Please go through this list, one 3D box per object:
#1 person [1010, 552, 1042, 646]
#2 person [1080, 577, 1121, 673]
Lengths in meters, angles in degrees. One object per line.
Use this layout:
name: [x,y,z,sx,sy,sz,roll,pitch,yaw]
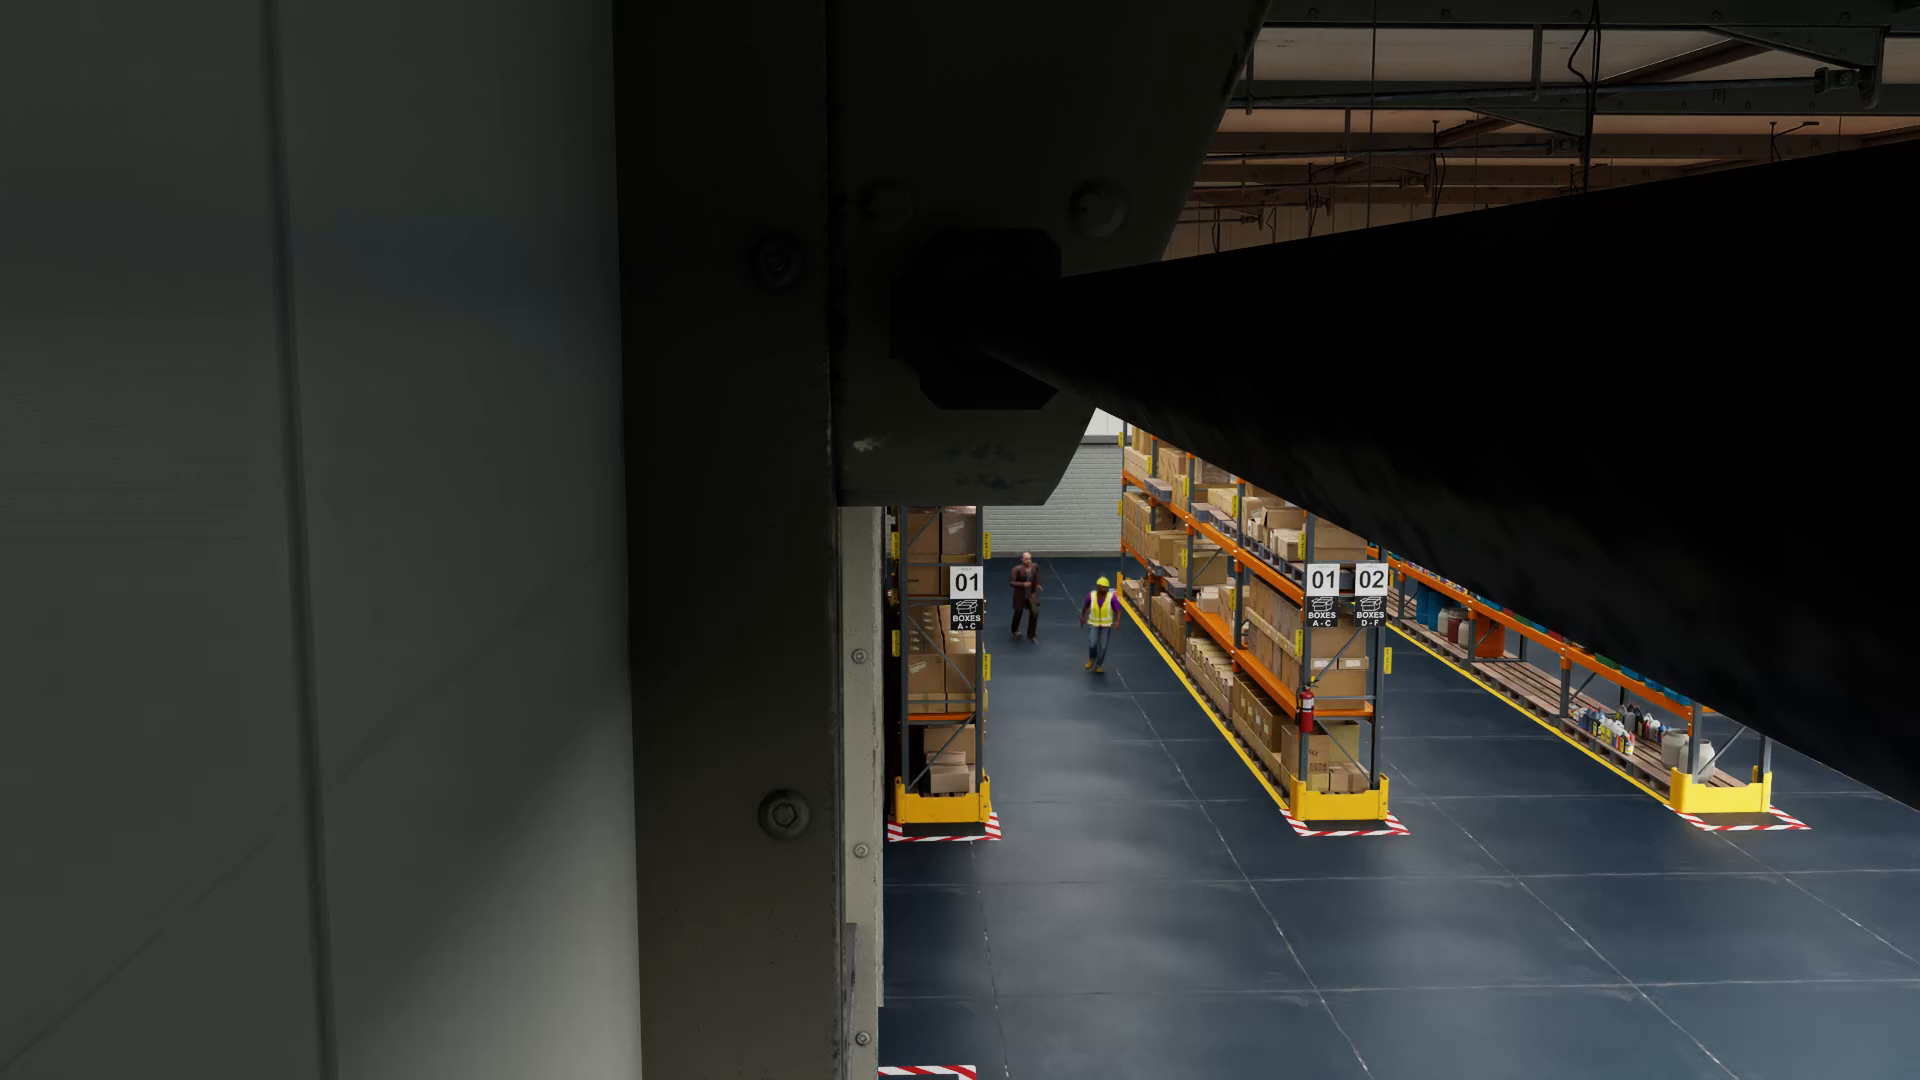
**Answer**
person: [1.222,1.075,31.360,0.710,1.757,1.059,-2,8,-16]
person: [2.414,1.471,28.545,0.704,1.714,0.798,1,8,4]
